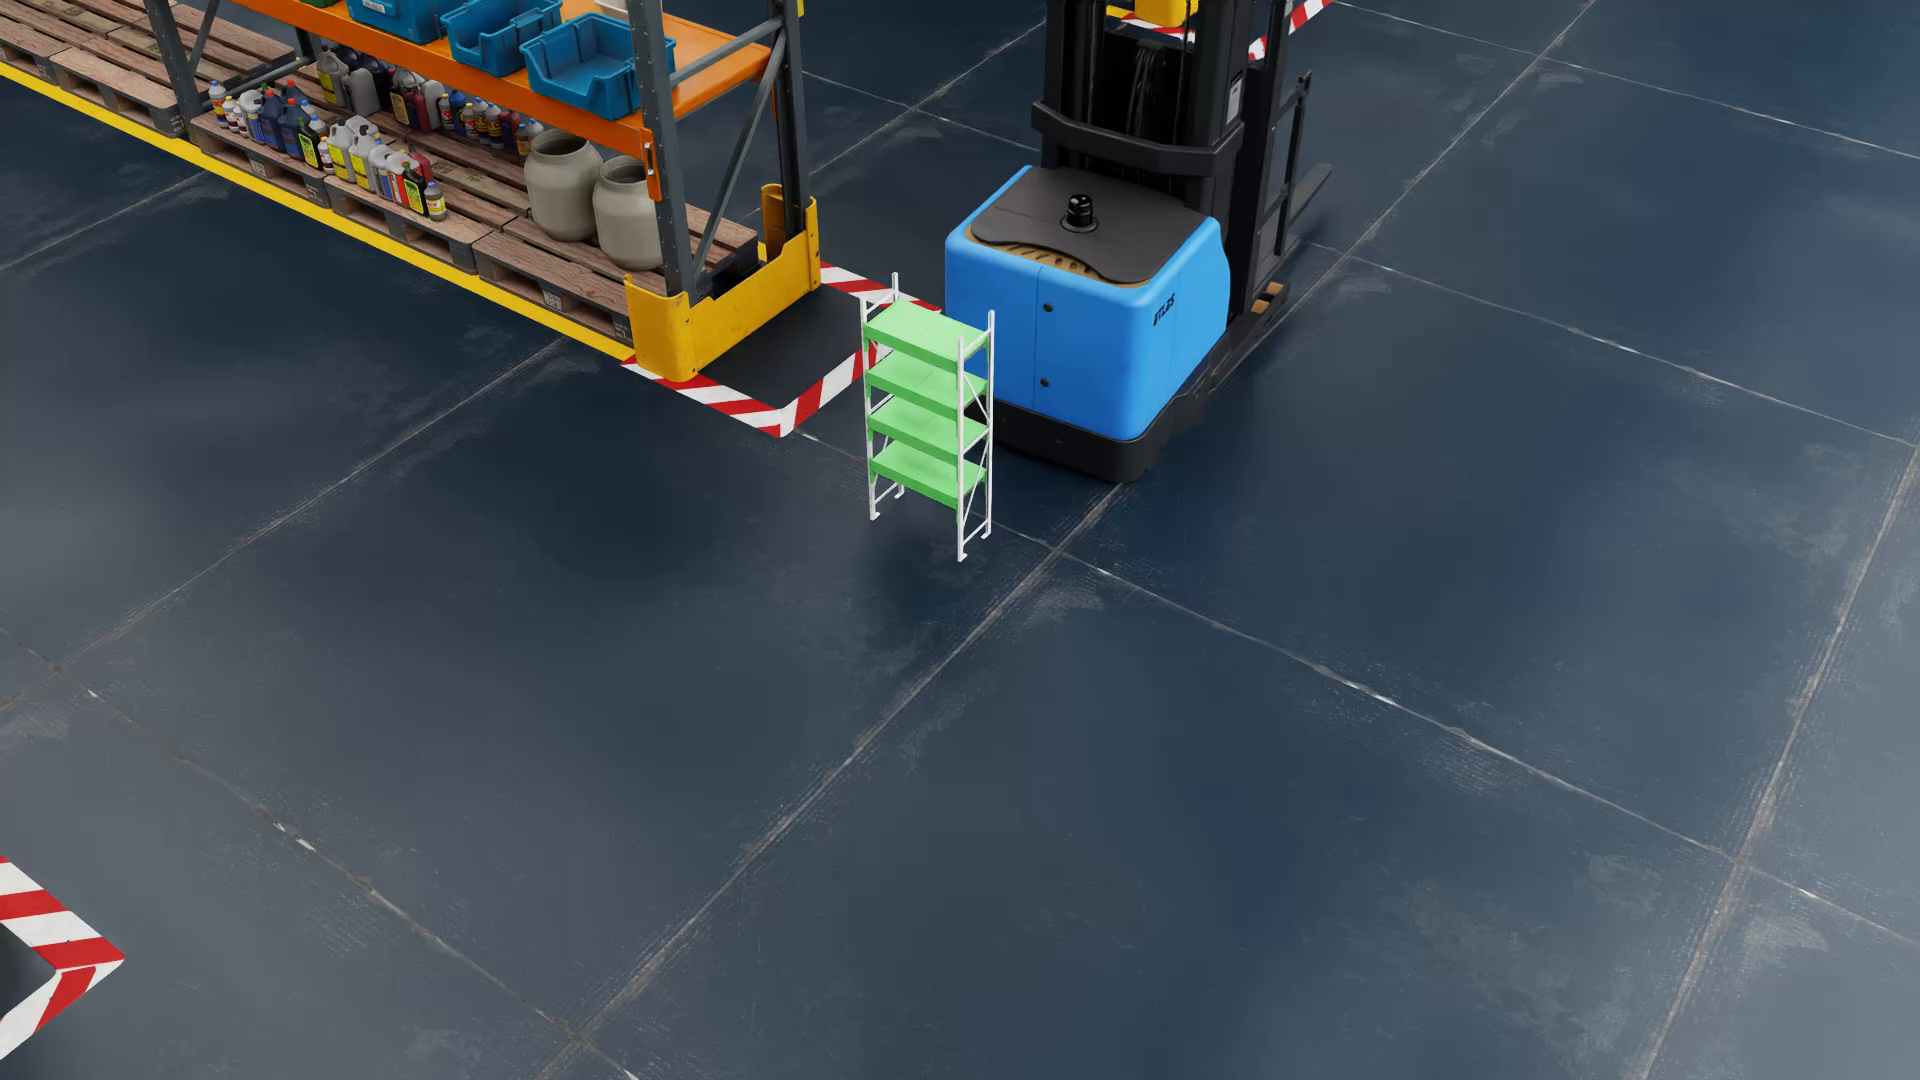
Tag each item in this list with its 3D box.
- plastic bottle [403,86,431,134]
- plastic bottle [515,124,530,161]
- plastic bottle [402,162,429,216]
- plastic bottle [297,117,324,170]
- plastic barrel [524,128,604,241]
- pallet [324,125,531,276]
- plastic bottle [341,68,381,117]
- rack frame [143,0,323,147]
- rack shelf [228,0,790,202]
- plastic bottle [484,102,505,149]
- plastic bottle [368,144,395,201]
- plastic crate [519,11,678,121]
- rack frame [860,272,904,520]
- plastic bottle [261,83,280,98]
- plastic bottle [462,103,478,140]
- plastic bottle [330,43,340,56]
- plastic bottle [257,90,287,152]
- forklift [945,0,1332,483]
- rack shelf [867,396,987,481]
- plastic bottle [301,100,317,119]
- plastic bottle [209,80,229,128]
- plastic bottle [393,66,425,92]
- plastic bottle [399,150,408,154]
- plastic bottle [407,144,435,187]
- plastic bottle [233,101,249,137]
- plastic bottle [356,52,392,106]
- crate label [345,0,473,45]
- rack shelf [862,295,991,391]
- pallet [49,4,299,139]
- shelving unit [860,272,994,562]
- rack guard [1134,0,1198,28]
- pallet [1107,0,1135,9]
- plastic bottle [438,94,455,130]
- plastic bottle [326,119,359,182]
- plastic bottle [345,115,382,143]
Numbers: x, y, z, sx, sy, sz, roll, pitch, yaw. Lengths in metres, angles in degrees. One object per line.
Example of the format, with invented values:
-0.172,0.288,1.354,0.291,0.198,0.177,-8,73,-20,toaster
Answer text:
-3.208,-2.549,9.805,0.133,0.283,0.061,25,48,25,plastic bottle
-2.508,-2.300,9.588,0.097,0.201,0.097,0,42,0,plastic bottle
-2.979,-1.926,9.108,0.133,0.283,0.061,26,48,26,plastic bottle
-3.704,-2.265,9.487,0.133,0.283,0.061,27,48,27,plastic bottle
-2.110,-1.907,8.931,0.421,0.512,0.421,0,42,0,plastic barrel
-2.863,-2.021,9.599,1.213,0.211,1.003,25,48,25,pallet
-3.607,-2.702,9.982,0.135,0.276,0.152,25,48,25,plastic bottle
-4.392,-3.807,9.503,0.127,3.000,1.000,25,48,25,rack frame
-2.755,-2.773,8.887,4.000,0.370,1.077,25,48,25,rack shelf
-2.703,-2.418,9.667,0.097,0.271,0.097,0,42,0,plastic bottle
-3.177,-2.053,9.255,0.135,0.276,0.152,24,47,24,plastic bottle
-1.699,-2.248,7.873,0.616,0.251,0.499,25,48,25,plastic crate
-0.335,-0.604,7.273,0.015,1.200,0.240,25,48,25,rack frame
-4.042,-2.547,9.802,0.133,0.283,0.061,25,48,25,plastic bottle
-2.866,-2.468,9.776,0.097,0.201,0.097,0,42,0,plastic bottle
-3.809,-2.954,10.258,0.133,0.283,0.061,27,49,27,plastic bottle
-3.970,-2.448,9.641,0.185,0.351,0.144,26,48,26,plastic bottle
1.094,-2.324,7.898,1.130,2.935,3.031,21,46,22,forklift
-0.136,-0.463,7.212,0.480,0.148,0.258,25,48,25,rack shelf
-3.782,-2.429,9.679,0.097,0.271,0.097,0,42,0,plastic bottle
-4.383,-2.593,9.862,0.097,0.271,0.097,0,42,0,plastic bottle
-3.278,-2.697,9.920,0.185,0.351,0.144,25,47,25,plastic bottle
-3.121,-2.100,9.364,0.097,0.201,0.097,0,42,0,plastic bottle
-3.003,-2.061,9.259,0.133,0.283,0.061,25,48,25,plastic bottle
-4.217,-2.489,9.799,0.097,0.201,0.097,0,42,0,plastic bottle
-3.542,-2.821,10.058,0.185,0.351,0.144,23,47,23,plastic bottle
-2.780,-2.845,8.402,0.616,0.435,0.502,25,48,25,crate label
-0.136,-0.821,6.892,0.480,0.148,0.258,25,48,25,rack shelf
-5.057,-3.047,10.745,1.213,0.211,1.003,25,48,25,pallet
-0.136,-0.511,7.169,0.503,1.200,0.258,25,48,25,shelving unit
1.664,-4.077,11.680,0.348,0.500,1.175,25,48,25,rack guard
1.020,-4.300,12.145,1.213,0.211,1.003,25,48,25,pallet
-3.035,-2.547,9.864,0.097,0.201,0.097,0,42,0,plastic bottle
-3.467,-2.213,9.378,0.185,0.351,0.144,25,47,25,plastic bottle
-3.403,-2.276,9.505,0.135,0.276,0.152,25,48,25,plastic bottle
